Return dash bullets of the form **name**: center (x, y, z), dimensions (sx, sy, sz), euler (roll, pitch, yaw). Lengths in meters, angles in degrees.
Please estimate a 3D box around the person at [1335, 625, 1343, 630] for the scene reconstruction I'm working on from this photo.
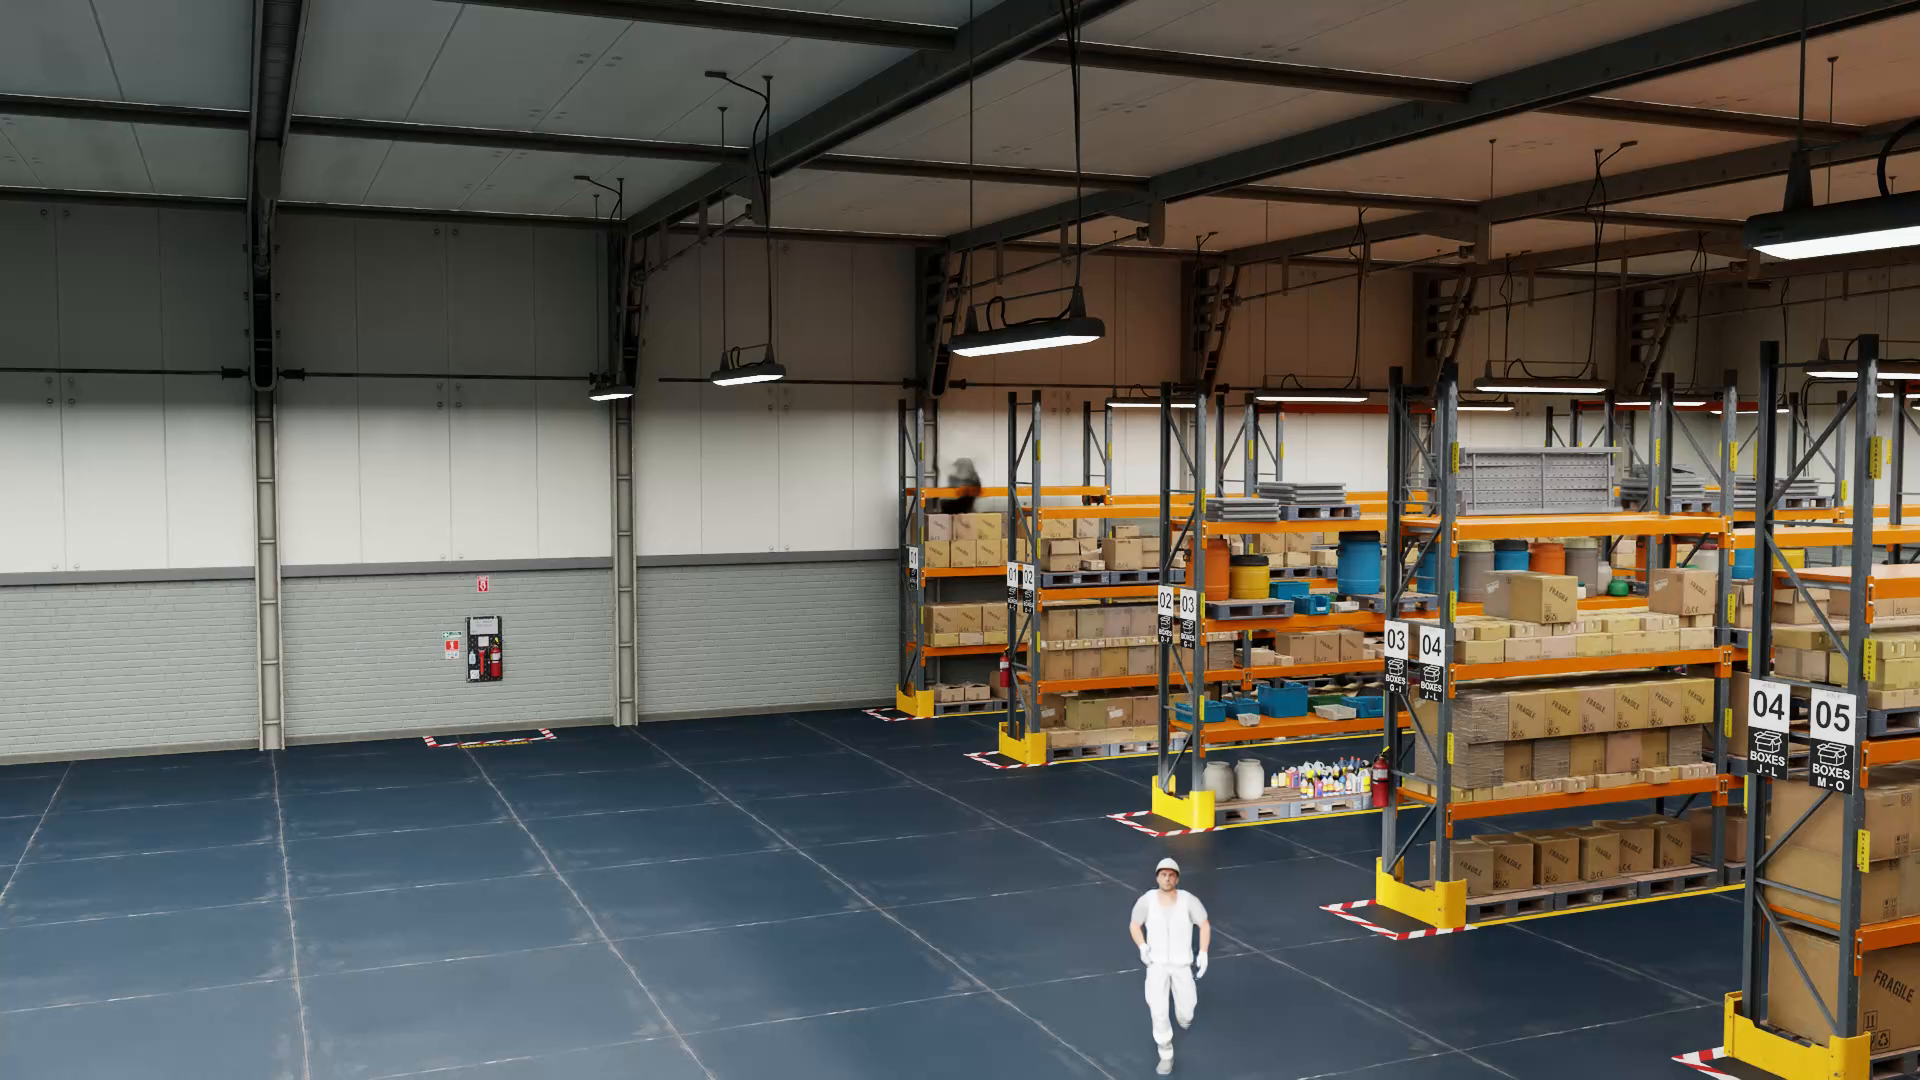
- **person**: center (7.453, 2.336, 32.632), dimensions (0.981, 1.804, 0.661), euler (-2, 4, -35)

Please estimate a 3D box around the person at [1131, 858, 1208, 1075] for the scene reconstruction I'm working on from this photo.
- **person**: center (1.743, 3.504, 13.869), dimensions (0.635, 1.724, 0.671), euler (0, 3, 6)
